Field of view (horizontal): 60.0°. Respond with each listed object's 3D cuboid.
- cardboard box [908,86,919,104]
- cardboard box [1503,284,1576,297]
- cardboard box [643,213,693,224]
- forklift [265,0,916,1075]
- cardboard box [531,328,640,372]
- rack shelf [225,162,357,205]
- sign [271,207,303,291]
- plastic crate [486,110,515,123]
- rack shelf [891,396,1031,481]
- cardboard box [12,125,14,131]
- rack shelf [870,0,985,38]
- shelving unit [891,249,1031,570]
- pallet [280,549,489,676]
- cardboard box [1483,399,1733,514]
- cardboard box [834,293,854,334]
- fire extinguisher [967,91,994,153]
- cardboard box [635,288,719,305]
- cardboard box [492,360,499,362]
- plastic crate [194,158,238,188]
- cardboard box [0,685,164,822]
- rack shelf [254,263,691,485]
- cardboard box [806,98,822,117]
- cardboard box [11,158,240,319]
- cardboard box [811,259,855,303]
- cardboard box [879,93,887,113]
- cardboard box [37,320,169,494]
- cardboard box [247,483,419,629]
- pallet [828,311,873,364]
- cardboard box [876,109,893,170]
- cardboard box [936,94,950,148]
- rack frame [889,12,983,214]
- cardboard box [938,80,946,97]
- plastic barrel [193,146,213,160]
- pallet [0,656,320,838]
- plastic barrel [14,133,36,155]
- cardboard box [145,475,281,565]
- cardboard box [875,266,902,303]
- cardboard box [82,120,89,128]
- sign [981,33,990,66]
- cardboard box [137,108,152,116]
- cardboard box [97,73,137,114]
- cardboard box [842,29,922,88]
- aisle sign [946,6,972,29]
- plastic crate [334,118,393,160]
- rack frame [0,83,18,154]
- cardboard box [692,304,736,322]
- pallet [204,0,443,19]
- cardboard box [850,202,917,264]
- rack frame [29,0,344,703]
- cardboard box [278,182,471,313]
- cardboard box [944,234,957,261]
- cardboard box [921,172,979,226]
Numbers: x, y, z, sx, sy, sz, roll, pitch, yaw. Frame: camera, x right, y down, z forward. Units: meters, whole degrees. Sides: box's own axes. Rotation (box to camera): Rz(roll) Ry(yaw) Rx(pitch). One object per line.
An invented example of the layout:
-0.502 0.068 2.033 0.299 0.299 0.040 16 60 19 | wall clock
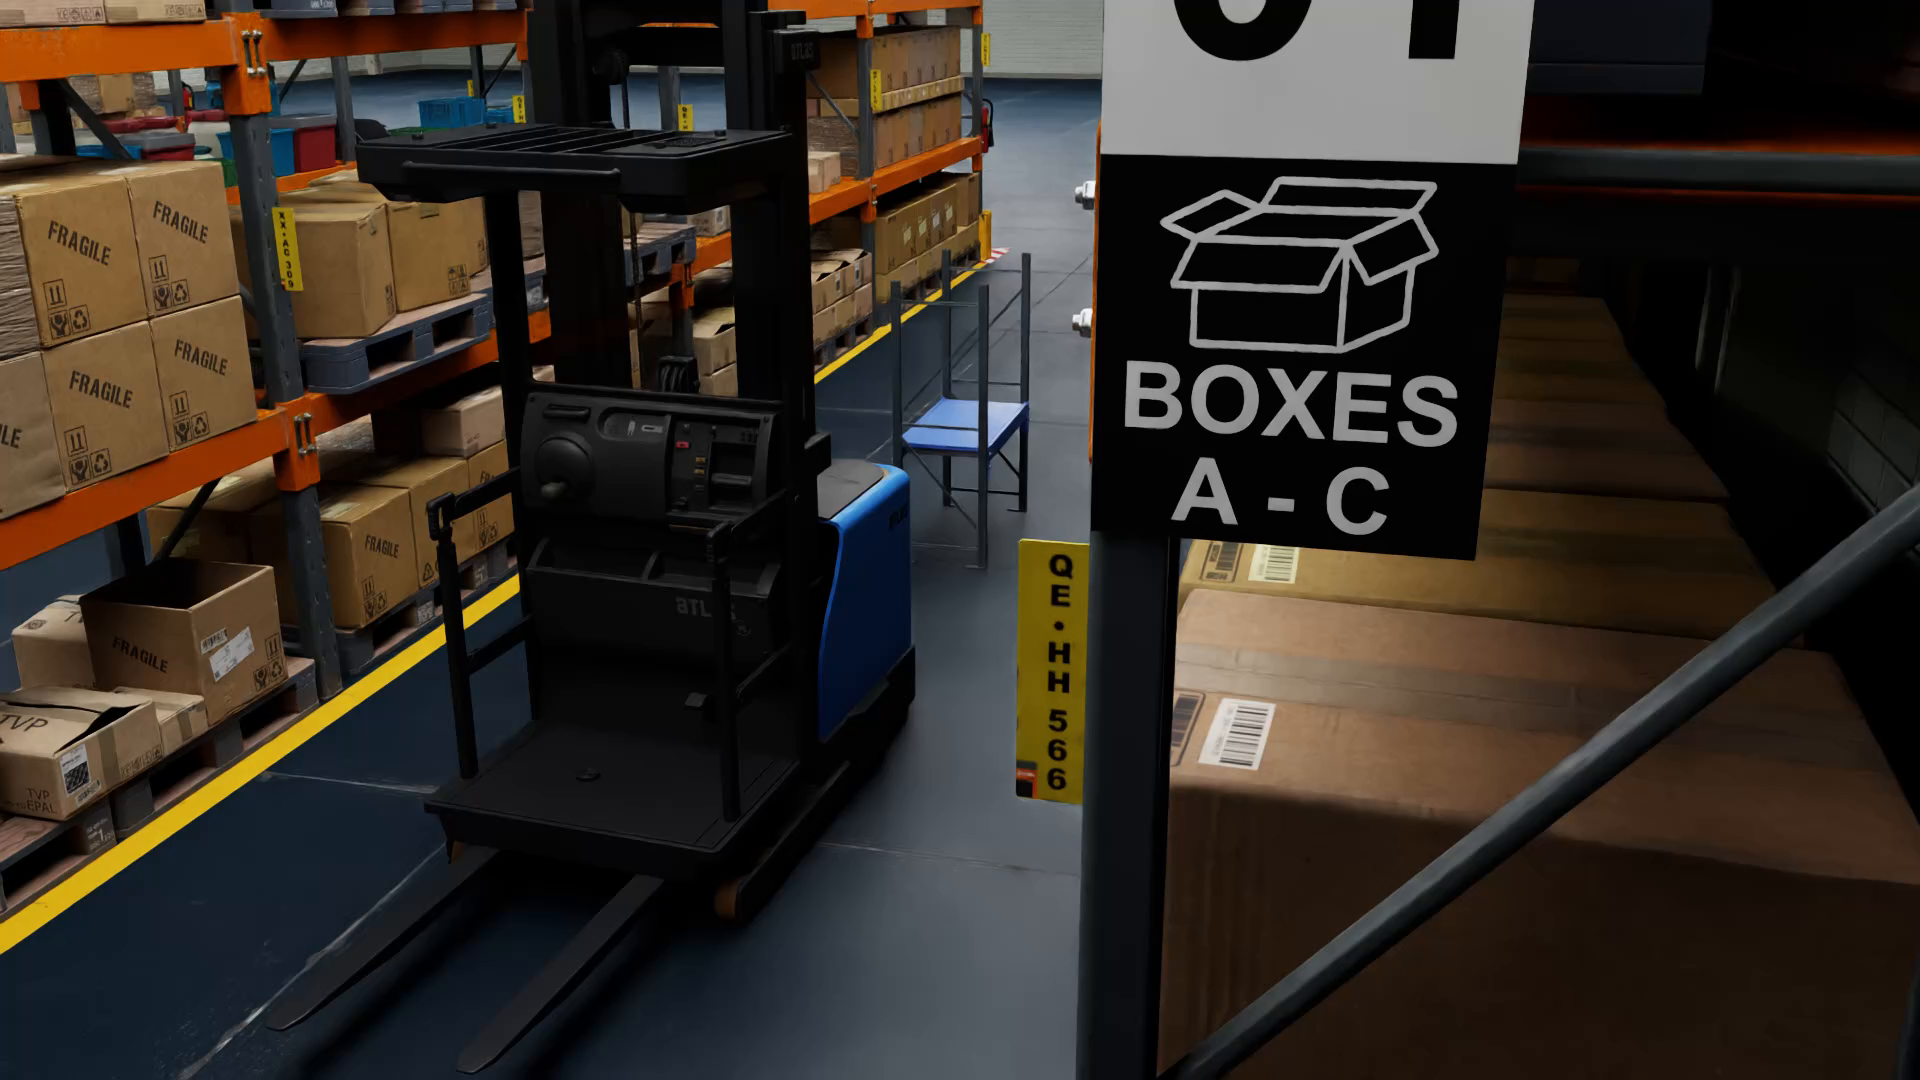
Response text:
-0.606 -4.196 15.674 0.380 0.149 0.250 4 19 13 | cardboard box
1.973 -0.711 5.984 0.500 0.500 0.500 4 19 12 | cardboard box
-2.080 -2.102 10.838 0.500 0.311 0.500 6 20 17 | cardboard box
-1.130 -0.269 5.439 1.130 2.935 3.031 6 20 17 | forklift
-2.222 -1.084 9.747 0.500 0.250 0.500 5 20 15 | cardboard box
-6.525 -2.712 13.600 1.077 0.370 4.000 5 19 13 | rack shelf
-2.661 -1.149 6.571 0.100 0.325 0.005 5 19 13 | sign
-5.055 -4.479 17.891 0.499 0.251 0.408 5 19 13 | plastic crate
0.021 -0.566 9.082 0.538 0.185 1.000 5 19 13 | rack shelf
-10.234 -4.307 17.547 0.380 0.149 0.250 5 19 13 | cardboard box
-0.745 -4.993 15.637 1.077 0.370 4.000 5 19 13 | rack shelf
0.021 -0.736 9.023 0.538 1.500 1.048 5 19 13 | shelving unit
-3.027 0.282 8.035 1.003 0.211 1.213 5 19 13 | pallet
1.116 0.094 3.807 0.980 0.700 0.700 4 19 11 | cardboard box
-1.180 -1.873 13.636 0.500 0.250 0.500 4 19 13 | cardboard box
0.223 -4.505 17.855 0.296 0.674 0.183 5 19 13 | fire extinguisher
-2.075 -1.701 12.265 0.500 0.311 0.500 5 19 13 | cardboard box
-2.722 -0.774 10.000 0.500 0.500 0.500 4 19 11 | cardboard box
-6.188 -3.011 13.690 0.450 0.188 0.662 5 19 13 | plastic crate
-3.236 0.721 5.916 0.500 0.311 0.500 5 19 13 | cardboard box
-2.700 -1.066 8.781 1.077 0.370 4.000 5 19 13 | rack shelf
-1.375 -3.744 14.349 0.380 0.149 0.250 5 19 13 | cardboard box
-3.061 -1.121 6.128 0.500 0.500 0.500 5 19 14 | cardboard box
-1.176 -2.137 13.540 0.500 0.311 0.500 5 20 15 | cardboard box
-0.858 -3.870 14.719 0.380 0.149 0.250 4 19 12 | cardboard box
-3.187 -0.488 5.822 0.500 0.500 0.500 5 20 15 | cardboard box
-2.834 0.063 7.550 0.500 0.500 0.500 4 19 11 | cardboard box
-1.376 -1.734 13.936 1.003 0.211 1.213 5 19 13 | pallet
-1.009 -3.640 15.049 0.700 0.500 0.500 4 19 13 | cardboard box
-0.507 -4.278 16.917 0.700 0.500 0.500 5 20 15 | cardboard box
-0.257 -4.541 17.841 1.000 3.000 0.127 5 19 13 | rack frame
-0.354 -4.519 16.620 0.380 0.149 0.250 5 19 14 | cardboard box
-6.509 -3.211 14.163 0.301 0.262 0.301 0 19 0 | plastic barrel
-3.357 0.755 6.650 1.003 0.211 1.213 5 19 13 | pallet
-6.969 -2.818 12.624 0.421 0.512 0.421 0 19 0 | plastic barrel
-3.346 0.018 7.682 0.500 0.500 0.500 5 19 13 | cardboard box
-0.827 -2.306 14.903 0.500 0.250 0.500 5 19 13 | cardboard box
-10.021 -4.707 18.716 0.380 0.149 0.250 5 19 13 | cardboard box
0.266 -5.154 17.478 0.100 0.325 0.005 5 19 13 | sign
-9.793 -5.022 19.637 0.380 0.149 0.250 5 19 13 | cardboard box
-10.029 -5.176 19.086 0.875 0.500 0.500 5 19 13 | cardboard box
-0.764 -4.560 15.735 0.700 0.500 0.500 5 19 13 | cardboard box
0.044 -5.768 17.413 0.394 0.787 0.004 5 19 13 | aisle sign
-5.785 -3.804 15.780 0.767 0.338 0.504 5 19 13 | plastic crate
-7.014 -2.426 11.649 1.000 3.000 0.127 5 19 13 | rack frame
-1.678 -1.503 11.683 0.500 0.311 0.500 4 19 12 | cardboard box
-2.961 -2.309 6.957 1.213 0.211 1.003 5 19 13 | pallet
-0.703 -2.817 15.240 0.500 0.500 0.500 5 19 13 | cardboard box
-3.189 -0.780 6.830 1.000 3.000 0.127 5 19 13 | rack frame
-2.749 -1.377 7.774 0.700 0.500 0.500 8 20 22 | cardboard box
-0.332 -2.932 16.737 0.500 0.250 0.500 5 19 13 | cardboard box
-0.099 -3.602 17.536 0.500 0.500 0.500 5 19 13 | cardboard box
